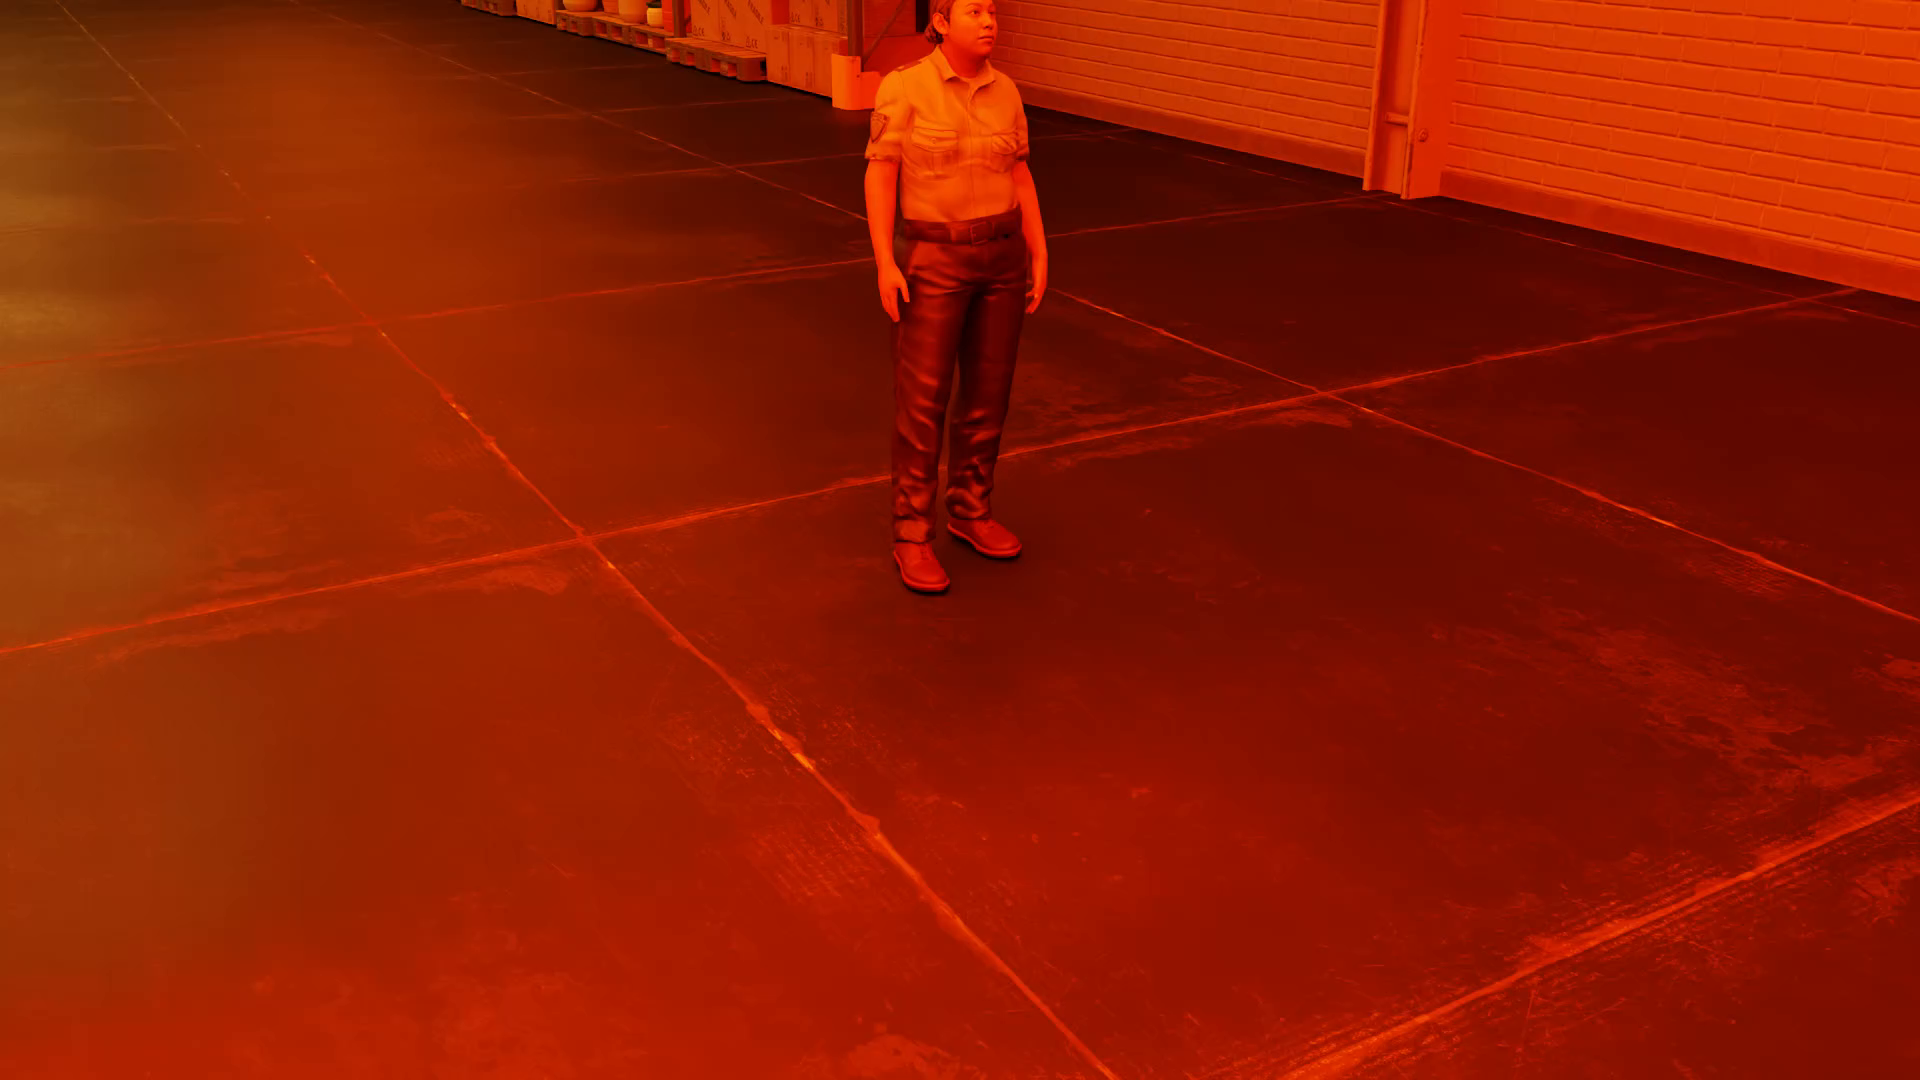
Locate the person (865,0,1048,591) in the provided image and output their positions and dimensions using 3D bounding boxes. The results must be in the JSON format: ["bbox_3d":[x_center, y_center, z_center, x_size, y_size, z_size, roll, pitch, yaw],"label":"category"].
[{"bbox_3d":[0.025,-0.736,4.736,0.598,1.651,0.503,-12,25,-28],"label":"person"}]
